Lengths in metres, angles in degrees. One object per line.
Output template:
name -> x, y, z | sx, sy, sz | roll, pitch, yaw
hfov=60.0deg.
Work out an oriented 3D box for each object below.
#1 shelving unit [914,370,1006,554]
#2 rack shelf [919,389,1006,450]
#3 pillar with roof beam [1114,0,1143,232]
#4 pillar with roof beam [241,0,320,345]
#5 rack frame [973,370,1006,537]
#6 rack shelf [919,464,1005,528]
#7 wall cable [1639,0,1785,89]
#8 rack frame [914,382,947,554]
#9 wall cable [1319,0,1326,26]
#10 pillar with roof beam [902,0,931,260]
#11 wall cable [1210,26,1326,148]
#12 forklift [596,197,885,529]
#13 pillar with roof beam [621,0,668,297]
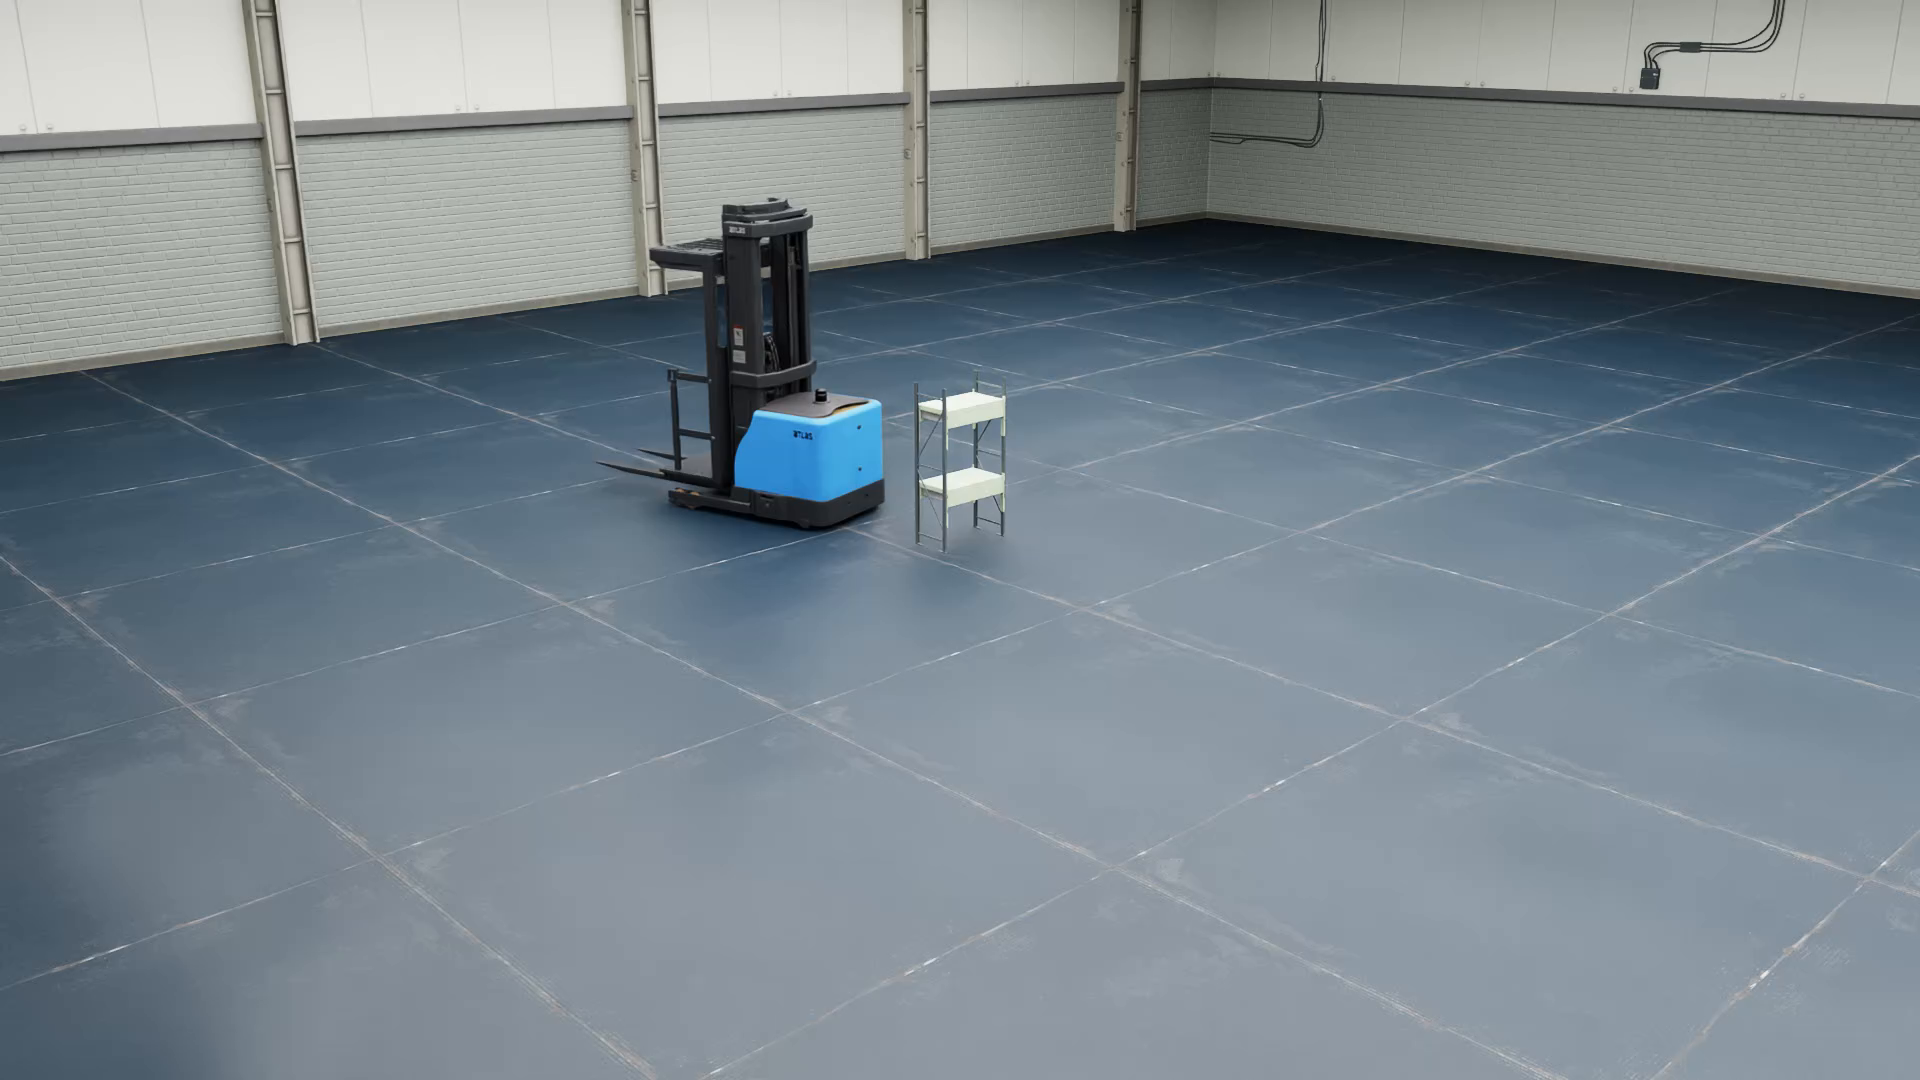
shelving unit -> 0.005, -0.715, 15.023 | 0.755, 1.500, 0.431 | -16, 24, -41
rack shelf -> 0.005, -1.086, 14.903 | 0.720, 0.370, 0.431 | -16, 24, -41
pillar with roof beam -> 6.506, -9.999, 31.500 | 0.400, 9.000, 9.100 | -16, 24, -41
pillar with roof beam -> -6.573, -6.185, 19.736 | 0.400, 9.000, 9.100 | -16, 24, -41
rack frame -> 0.271, -0.792, 15.262 | 0.023, 1.500, 0.400 | -16, 24, -41
rack shelf -> 0.005, -0.405, 15.124 | 0.720, 0.370, 0.431 | -16, 24, -41
wall cable -> 13.108, -10.779, 28.390 | 0.169, 6.003, 2.305 | -16, 24, -41
rack frame -> -0.261, -0.637, 14.784 | 0.023, 1.500, 0.400 | -16, 24, -41
wall cable -> 8.456, -11.611, 33.317 | 0.112, 2.526, 3.097 | -16, 24, -41
pillar with roof beam -> 2.146, -8.728, 27.578 | 0.400, 9.000, 9.100 | -16, 24, -41
wall cable -> 6.598, -9.815, 35.966 | 0.112, 2.526, 3.097 | -16, 24, -41
forklift -> -2.257, -1.821, 16.114 | 3.031, 2.935, 1.130 | 11, 21, 30
pillar with roof beam -> -2.213, -7.456, 23.657 | 0.400, 9.000, 9.100 | -16, 24, -41
